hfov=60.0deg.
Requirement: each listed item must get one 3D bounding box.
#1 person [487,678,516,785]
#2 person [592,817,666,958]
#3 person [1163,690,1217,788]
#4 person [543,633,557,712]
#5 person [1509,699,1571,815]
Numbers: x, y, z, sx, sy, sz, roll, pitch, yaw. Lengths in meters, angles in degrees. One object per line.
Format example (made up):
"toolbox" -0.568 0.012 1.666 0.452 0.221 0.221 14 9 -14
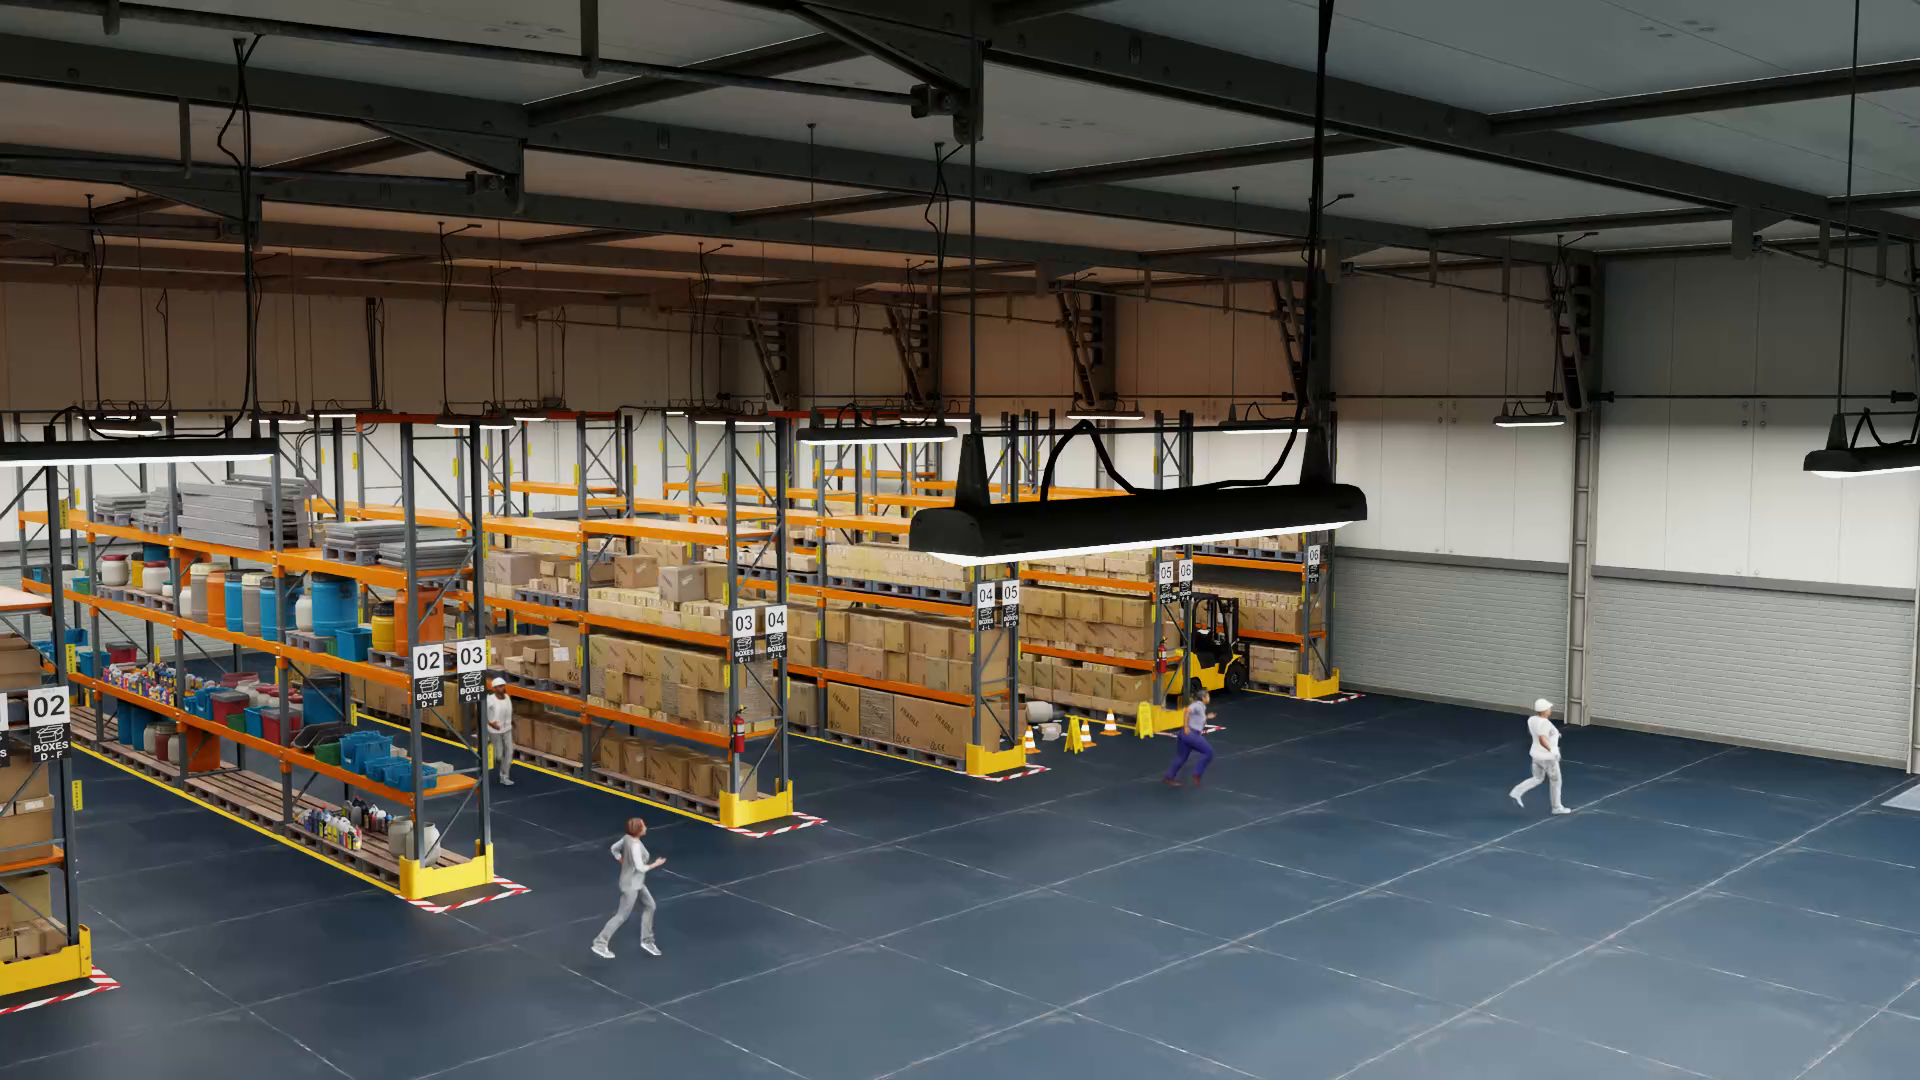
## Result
"person" -7.538 3.104 27.137 0.768 1.743 0.697 4 6 35
"person" -3.722 3.914 18.661 0.845 1.632 0.547 -1 5 -16
"person" 3.723 3.215 26.817 0.888 1.584 0.601 -1 5 -7
"person" -8.090 2.645 32.624 0.847 1.691 0.631 4 6 38
"person" 8.777 3.267 25.055 0.946 1.763 0.696 -1 5 -11
